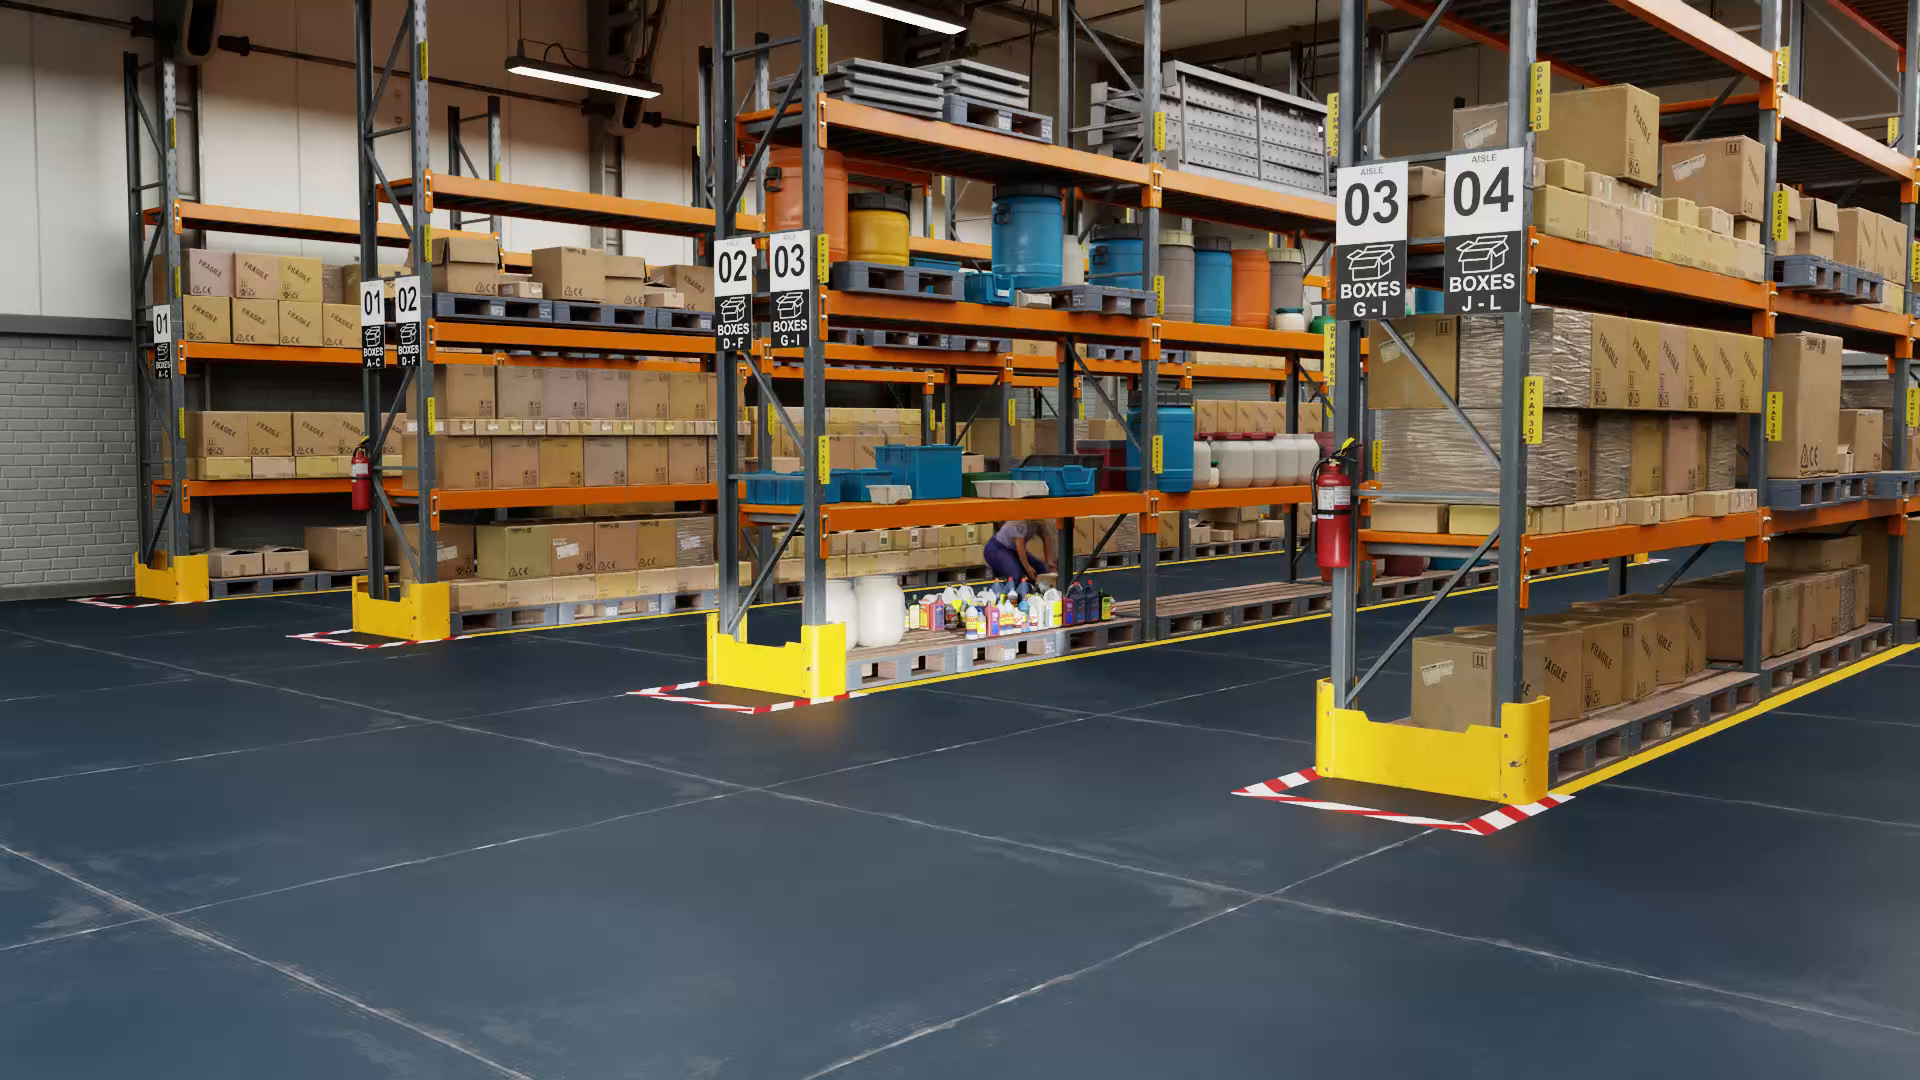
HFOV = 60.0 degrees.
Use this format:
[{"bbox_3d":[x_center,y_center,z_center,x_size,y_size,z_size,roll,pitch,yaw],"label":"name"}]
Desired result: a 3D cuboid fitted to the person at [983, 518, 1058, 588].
[{"bbox_3d":[0.638,0.161,16.435,0.665,1.230,0.540,3,5,41],"label":"person"}]
